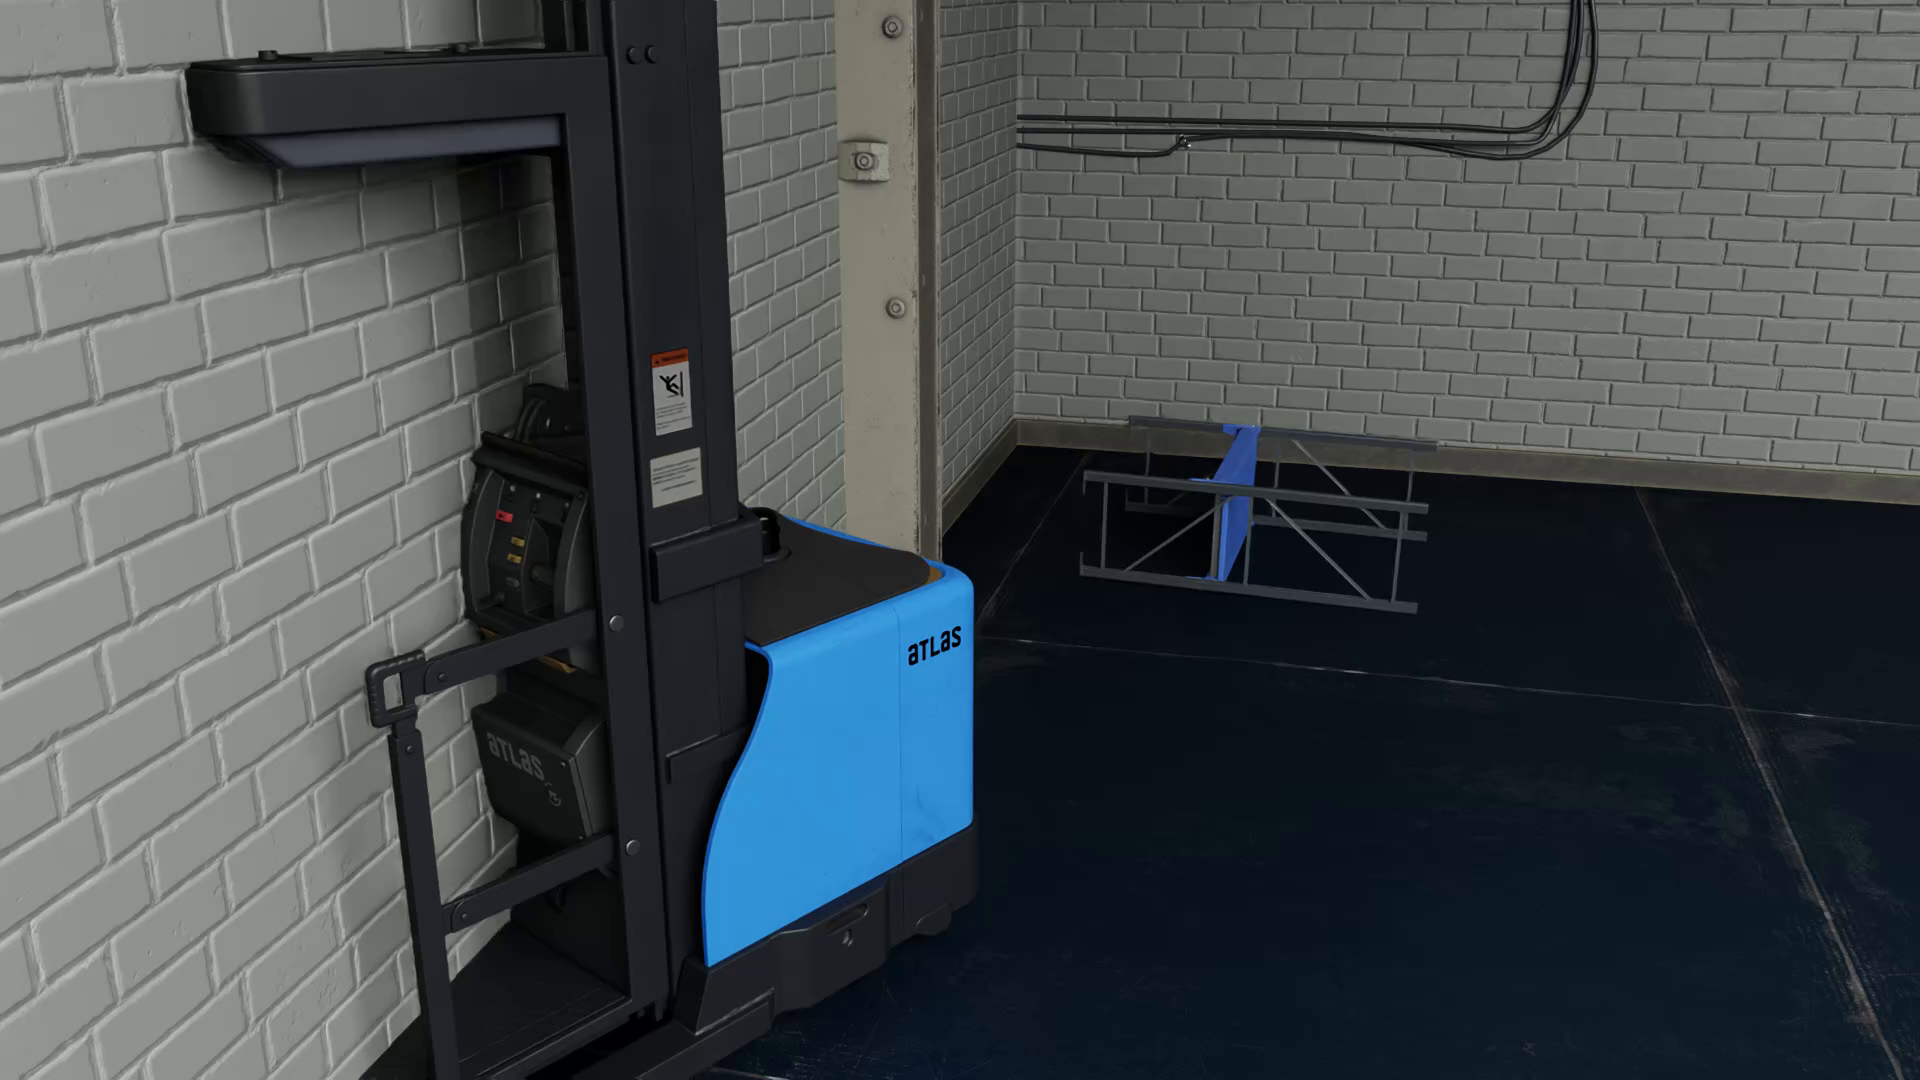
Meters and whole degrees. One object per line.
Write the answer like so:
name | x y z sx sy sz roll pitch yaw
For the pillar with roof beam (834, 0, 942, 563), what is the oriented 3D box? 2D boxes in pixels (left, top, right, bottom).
pillar with roof beam | 3.902 -3.541 4.632 9.100 9.000 0.400 5 19 13

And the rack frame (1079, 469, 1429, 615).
rack frame | 1.271 0.003 7.348 1.500 0.500 0.032 6 20 16

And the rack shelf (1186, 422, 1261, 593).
rack shelf | 1.248 -0.173 7.857 0.185 0.538 1.000 6 20 16

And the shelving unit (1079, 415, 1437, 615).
shelving unit | 1.420 -0.154 7.807 1.500 0.538 1.048 6 20 16

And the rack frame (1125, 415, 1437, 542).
rack frame | 1.570 -0.311 8.267 1.500 0.500 0.032 6 20 16

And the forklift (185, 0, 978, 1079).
forklift | -1.307 -0.034 3.754 1.130 2.935 3.031 16 25 39

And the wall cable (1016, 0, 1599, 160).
wall cable | 1.729 -3.230 8.527 3.097 2.526 0.112 5 19 13
